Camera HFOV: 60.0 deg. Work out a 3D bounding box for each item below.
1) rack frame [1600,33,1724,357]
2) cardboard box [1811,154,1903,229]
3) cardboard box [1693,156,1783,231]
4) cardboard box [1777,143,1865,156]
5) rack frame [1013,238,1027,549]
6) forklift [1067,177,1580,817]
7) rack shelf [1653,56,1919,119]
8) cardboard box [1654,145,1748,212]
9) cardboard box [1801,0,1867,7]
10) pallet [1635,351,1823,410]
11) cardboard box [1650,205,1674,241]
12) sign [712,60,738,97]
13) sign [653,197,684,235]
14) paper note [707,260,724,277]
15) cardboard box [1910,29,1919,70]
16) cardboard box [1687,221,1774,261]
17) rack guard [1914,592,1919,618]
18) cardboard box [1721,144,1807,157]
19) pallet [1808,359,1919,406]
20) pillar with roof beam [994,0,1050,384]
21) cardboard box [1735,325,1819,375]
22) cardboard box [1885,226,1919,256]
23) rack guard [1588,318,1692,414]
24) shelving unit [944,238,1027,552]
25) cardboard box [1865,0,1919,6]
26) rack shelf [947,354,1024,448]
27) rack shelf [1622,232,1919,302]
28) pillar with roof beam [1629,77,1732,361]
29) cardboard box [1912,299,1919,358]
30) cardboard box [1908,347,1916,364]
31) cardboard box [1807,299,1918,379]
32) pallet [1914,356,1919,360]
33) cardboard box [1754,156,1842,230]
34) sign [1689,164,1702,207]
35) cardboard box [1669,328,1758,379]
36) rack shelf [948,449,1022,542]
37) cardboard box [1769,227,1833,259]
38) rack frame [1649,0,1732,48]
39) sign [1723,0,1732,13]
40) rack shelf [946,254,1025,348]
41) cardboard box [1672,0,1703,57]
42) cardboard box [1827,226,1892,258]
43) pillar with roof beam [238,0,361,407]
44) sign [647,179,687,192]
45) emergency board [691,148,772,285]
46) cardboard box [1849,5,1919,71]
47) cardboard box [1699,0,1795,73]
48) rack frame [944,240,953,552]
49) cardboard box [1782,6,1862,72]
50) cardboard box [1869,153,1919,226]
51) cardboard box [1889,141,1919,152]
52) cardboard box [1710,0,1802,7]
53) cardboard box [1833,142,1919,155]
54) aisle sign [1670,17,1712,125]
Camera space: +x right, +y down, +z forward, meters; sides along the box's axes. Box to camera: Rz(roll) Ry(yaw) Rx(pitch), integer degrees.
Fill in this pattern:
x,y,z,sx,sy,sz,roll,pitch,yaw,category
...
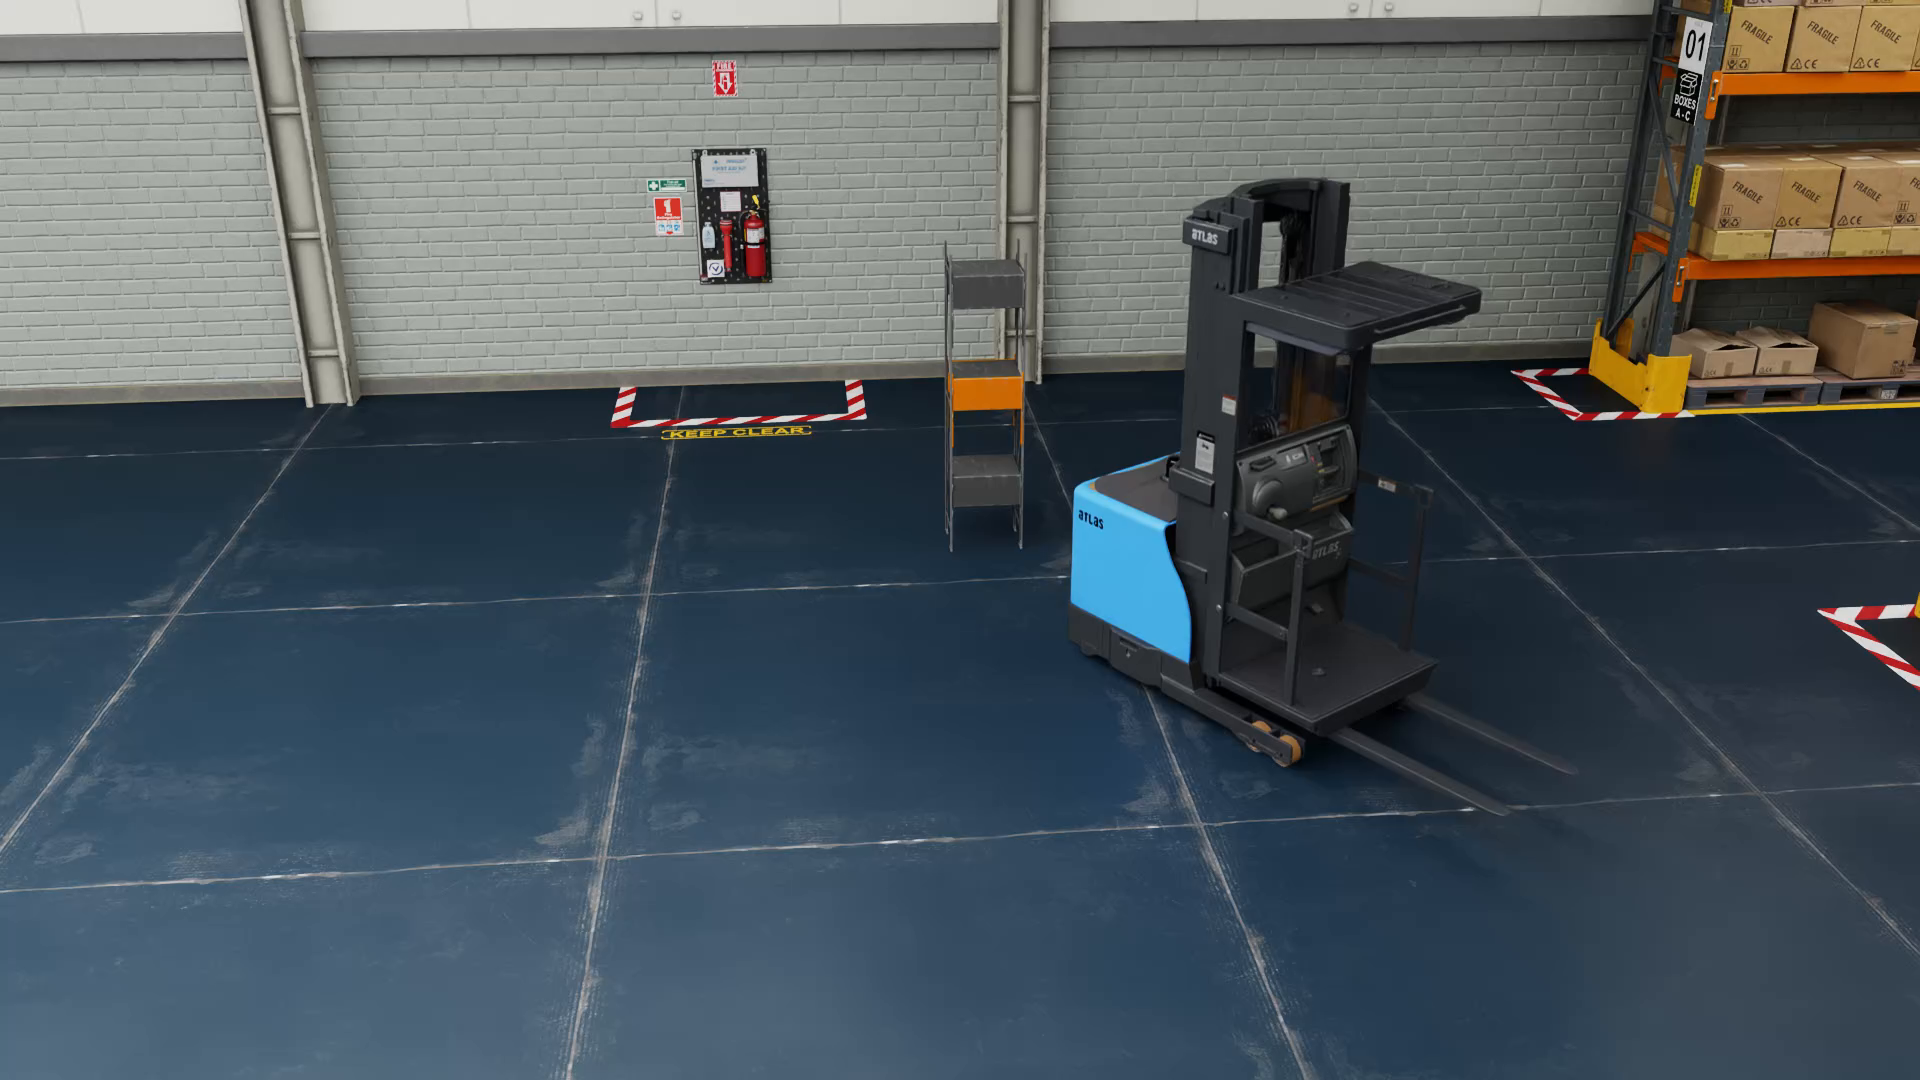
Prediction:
x,y,z,sx,sy,sz,roll,pitch,yaw,category
5.883,-2.686,14.099,0.127,3.000,1.000,-2,24,-5,rack frame
7.395,-2.900,13.819,0.500,0.500,0.500,-3,24,-7,cardboard box
6.388,-2.866,13.743,0.500,0.500,0.500,-2,24,-5,cardboard box
7.347,-3.112,14.295,0.500,0.500,0.500,-3,24,-7,cardboard box
0.408,-0.976,11.360,0.015,2.100,0.400,-2,24,-5,rack frame
1.974,-0.344,8.915,1.130,2.935,3.031,-18,30,-35,forklift
7.874,-3.807,13.815,4.000,0.370,1.077,-2,24,-5,rack shelf
6.331,-3.074,14.209,0.500,0.500,0.500,-3,24,-6,cardboard box
6.795,-4.485,13.075,0.500,0.500,0.500,-3,24,-6,cardboard box
6.771,-1.432,14.713,1.213,0.211,1.003,-2,24,-5,pallet
6.329,-2.723,14.344,0.500,0.250,0.500,-2,24,-4,cardboard box
-1.957,-3.840,13.841,0.199,0.298,0.001,-2,24,-5,sign
-2.500,-2.776,14.259,0.234,0.329,0.001,-2,24,-5,sign
-2.122,-2.359,14.448,0.142,0.148,0.016,-2,24,-5,paper note
7.826,-4.083,13.402,0.500,0.500,0.500,-1,24,-2,cardboard box
6.400,-2.517,13.880,0.500,0.250,0.500,-3,24,-7,cardboard box
6.350,0.460,10.100,0.348,0.500,1.175,-2,24,-5,rack guard
6.833,-3.090,14.245,0.500,0.500,0.500,-2,24,-4,cardboard box
7.982,-1.480,14.820,1.213,0.211,1.003,-2,24,-5,pallet
0.947,-3.825,9.276,0.400,9.000,9.100,-2,24,-5,pillar with roof beam
7.148,-1.672,14.587,0.500,0.311,0.500,0,24,-1,cardboard box
7.926,-2.581,14.024,0.500,0.250,0.500,-2,24,-5,cardboard box
5.959,-1.546,14.613,0.348,0.500,1.175,-2,24,-5,rack guard
0.165,-0.966,11.338,0.503,2.100,0.431,-2,24,-5,shelving unit
7.304,-4.510,13.131,0.500,0.500,0.500,-2,24,-4,cardboard box
0.165,-0.954,11.344,0.480,0.518,0.431,-2,24,-5,rack shelf
7.874,-2.437,14.425,4.000,0.370,1.077,-2,24,-5,rack shelf
6.918,-4.064,9.815,0.400,9.000,9.100,-2,24,-5,pillar with roof beam
8.835,-1.846,14.747,0.500,0.500,0.500,-4,24,-9,cardboard box
8.270,-1.688,14.822,0.250,0.149,0.380,-4,24,-9,cardboard box
7.883,-1.767,14.569,0.500,0.500,0.700,-4,24,-8,cardboard box
9.199,-1.530,14.932,1.213,0.211,1.003,-2,24,-5,pallet
6.881,-2.882,13.778,0.500,0.500,0.500,-2,24,-5,cardboard box
5.937,-2.862,13.430,0.005,0.325,0.100,-2,24,-5,sign
6.581,-1.649,14.536,0.500,0.311,0.500,-5,24,-11,cardboard box
0.165,-0.314,11.628,0.480,0.518,0.431,-2,24,-5,rack shelf
6.915,-2.544,13.940,0.500,0.250,0.500,-3,24,-7,cardboard box
5.883,-5.427,12.880,0.127,3.000,1.000,-2,24,-5,rack frame
5.937,-4.236,12.819,0.005,0.325,0.100,-2,24,-5,sign
0.165,-1.593,11.060,0.480,0.518,0.431,-2,24,-5,rack shelf
6.274,-4.230,13.733,0.500,0.500,0.500,-1,24,-1,cardboard box
7.423,-2.562,13.980,0.500,0.250,0.500,-3,24,-6,cardboard box
-5.024,-3.585,8.737,0.400,9.000,9.100,-2,24,-5,pillar with roof beam
-2.494,-3.015,14.144,0.331,0.109,0.001,-2,24,-5,sign
-1.939,-2.740,14.222,0.643,1.169,0.194,-2,24,-5,emergency board
7.295,-4.053,13.334,0.500,0.500,0.500,-1,24,-3,cardboard box
6.241,-4.023,13.268,0.500,0.500,0.500,-2,24,-4,cardboard box
-0.078,-0.956,11.316,0.015,2.100,0.400,-2,24,-5,rack frame
6.779,-4.030,13.284,0.500,0.500,0.500,-1,24,-2,cardboard box
7.908,-2.926,13.876,0.500,0.500,0.500,-2,24,-3,cardboard box
8.364,-3.157,14.397,0.500,0.500,0.500,-2,24,-4,cardboard box
6.290,-4.485,13.076,0.500,0.500,0.500,-4,24,-9,cardboard box
7.849,-3.132,14.341,0.500,0.500,0.500,-2,24,-4,cardboard box
5.841,-3.749,13.292,0.004,0.787,0.394,-2,24,-5,aisle sign
